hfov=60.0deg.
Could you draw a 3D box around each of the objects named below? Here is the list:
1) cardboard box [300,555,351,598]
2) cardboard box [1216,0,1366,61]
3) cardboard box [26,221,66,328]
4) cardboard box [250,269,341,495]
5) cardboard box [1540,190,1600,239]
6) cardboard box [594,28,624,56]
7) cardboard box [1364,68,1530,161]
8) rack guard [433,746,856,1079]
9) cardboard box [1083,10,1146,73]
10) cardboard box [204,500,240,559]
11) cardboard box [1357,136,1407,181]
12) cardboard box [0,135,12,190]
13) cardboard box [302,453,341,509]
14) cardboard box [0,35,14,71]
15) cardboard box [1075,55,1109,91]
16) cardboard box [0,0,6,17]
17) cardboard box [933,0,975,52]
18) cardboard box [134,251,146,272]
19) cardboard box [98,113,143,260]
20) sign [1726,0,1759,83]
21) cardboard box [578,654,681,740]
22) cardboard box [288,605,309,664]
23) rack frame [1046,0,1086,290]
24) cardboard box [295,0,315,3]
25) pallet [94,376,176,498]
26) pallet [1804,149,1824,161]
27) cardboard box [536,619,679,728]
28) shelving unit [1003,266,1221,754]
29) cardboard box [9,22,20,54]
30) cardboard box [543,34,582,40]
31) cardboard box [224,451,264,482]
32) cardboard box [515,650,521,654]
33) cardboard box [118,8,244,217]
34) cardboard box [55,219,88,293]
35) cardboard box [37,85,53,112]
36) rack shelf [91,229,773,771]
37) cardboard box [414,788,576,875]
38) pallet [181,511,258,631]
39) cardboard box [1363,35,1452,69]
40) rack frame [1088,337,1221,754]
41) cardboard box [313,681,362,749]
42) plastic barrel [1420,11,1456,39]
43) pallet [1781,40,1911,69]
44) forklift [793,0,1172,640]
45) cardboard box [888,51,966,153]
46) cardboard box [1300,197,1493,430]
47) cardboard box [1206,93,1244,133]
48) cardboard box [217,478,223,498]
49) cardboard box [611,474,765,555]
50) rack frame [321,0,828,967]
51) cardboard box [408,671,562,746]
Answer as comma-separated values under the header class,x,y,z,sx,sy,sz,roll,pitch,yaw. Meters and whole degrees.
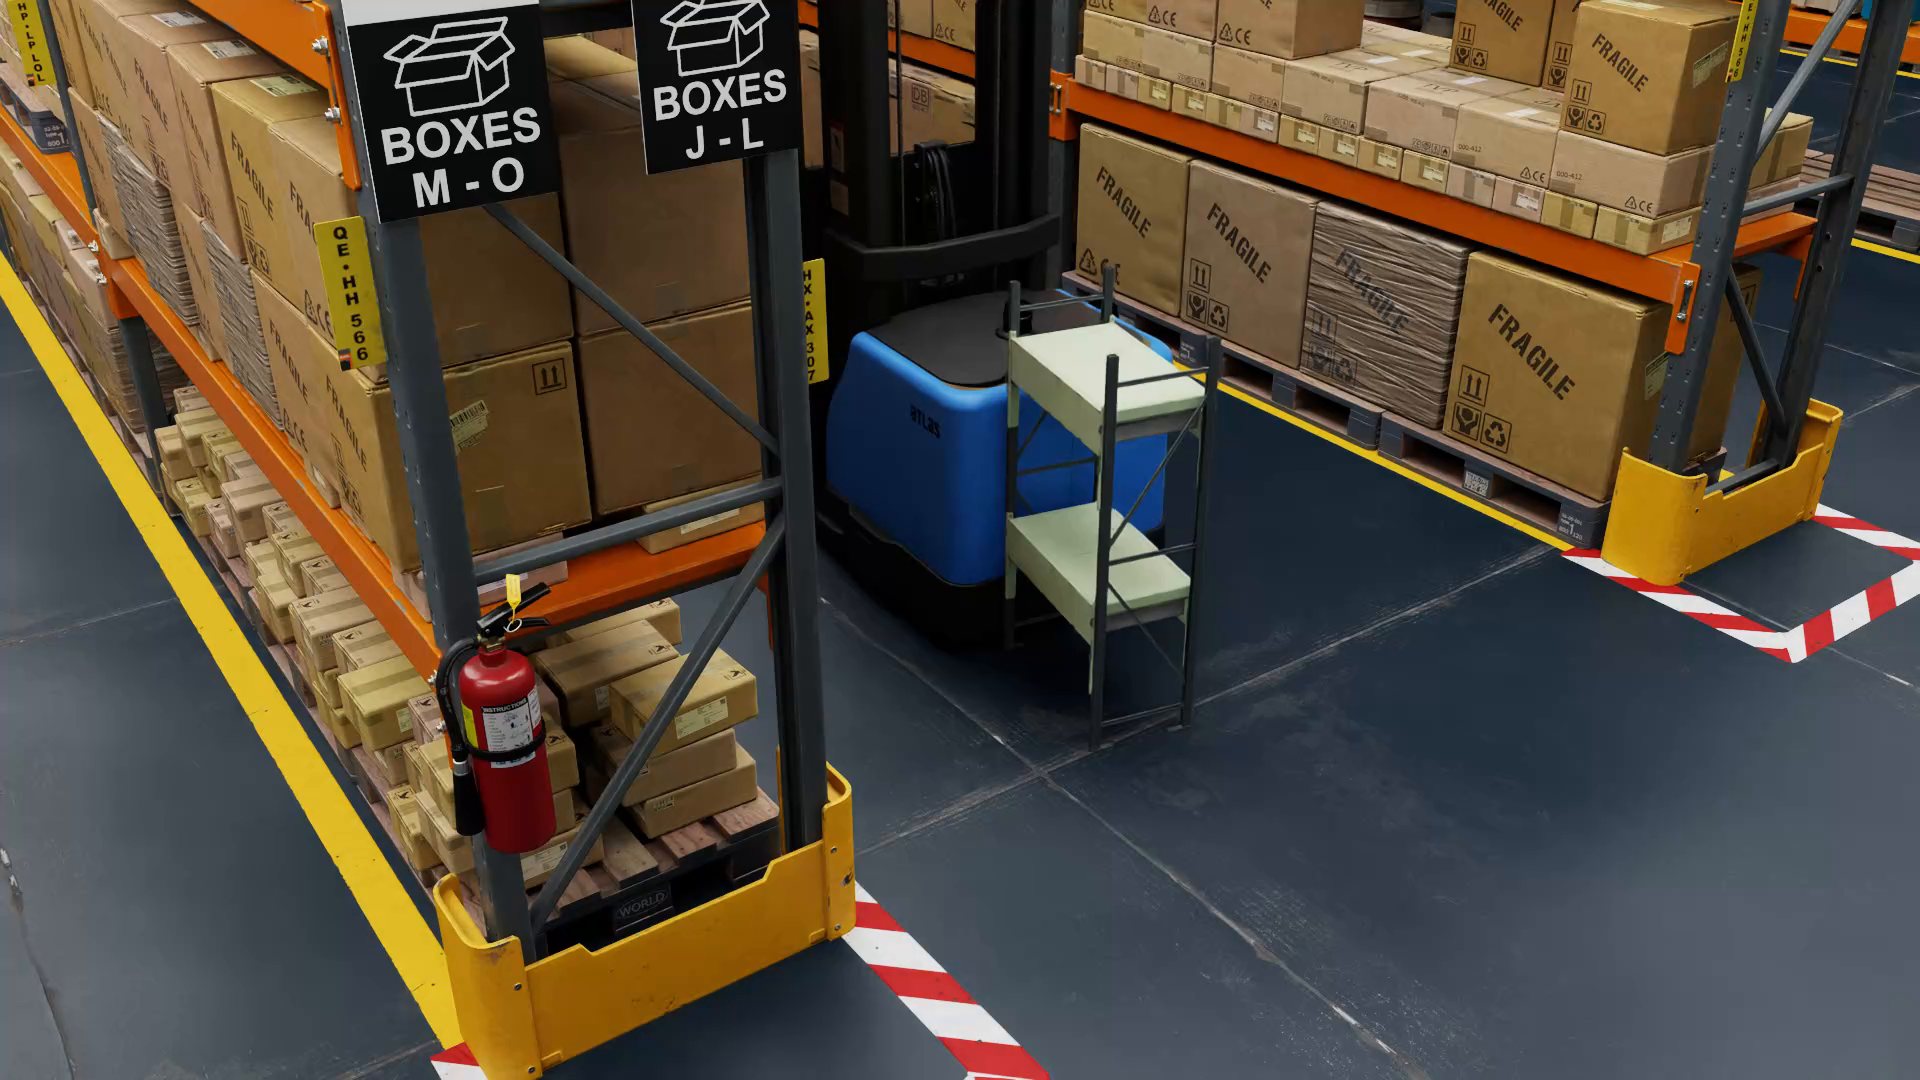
class,x,y,z,sx,sy,sz,roll,pitch,yaw
cardboard box,-2.052,0.135,5.782,0.380,0.149,0.250,-20,34,-32
cardboard box,1.610,-2.648,8.043,0.500,0.500,0.500,-20,34,-32
cardboard box,-4.665,-1.474,9.001,0.500,0.500,0.500,-20,34,-32
cardboard box,-1.588,-0.496,4.604,0.500,0.500,0.500,-19,34,-31
cardboard box,2.649,-1.388,6.926,0.380,0.149,0.250,-18,33,-30
cardboard box,-2.760,-4.458,14.473,0.700,0.500,0.500,-22,36,-35
cardboard box,2.189,-1.925,7.497,0.500,0.250,0.500,-20,34,-32
rack guard,-0.867,1.052,4.788,1.175,0.500,0.348,-19,34,-31
cardboard box,1.014,-2.715,8.952,0.500,0.250,0.500,-19,34,-32
cardboard box,-2.853,-0.087,6.814,0.380,0.149,0.250,-19,34,-31
cardboard box,2.056,-1.785,7.656,0.380,0.149,0.250,-19,34,-30
cardboard box,-5.261,-2.207,9.564,0.500,0.250,0.500,-20,35,-33
cardboard box,-1.681,-0.248,4.826,0.380,0.149,0.250,-18,33,-29
cardboard box,-4.742,-2.554,8.634,0.380,0.149,0.250,-18,33,-29
cardboard box,0.856,-2.588,9.135,0.380,0.149,0.250,-19,34,-31
cardboard box,-4.590,-2.718,8.312,0.380,0.149,0.250,-18,33,-29
cardboard box,0.180,-3.250,9.986,0.500,0.500,0.500,-18,33,-29
cardboard box,-3.035,-1.181,6.544,0.380,0.149,0.250,-18,33,-29
cardboard box,-2.769,-1.294,6.072,0.500,0.500,0.500,-19,34,-31
sign,2.825,-1.818,5.994,0.100,0.325,0.005,-19,34,-31
cardboard box,-1.031,0.524,5.377,0.380,0.149,0.250,-19,34,-31
cardboard box,-2.109,0.291,5.807,0.380,0.149,0.250,-17,33,-28
rack frame,0.955,-2.905,9.457,1.000,3.000,0.127,-19,34,-31
cardboard box,-1.303,-1.372,3.648,0.500,0.250,0.500,-20,34,-32
pallet,-3.596,-0.648,8.223,1.003,0.211,1.213,-19,34,-31
pallet,5.448,-2.776,12.140,1.003,0.211,1.213,-19,34,-31
cardboard box,-1.108,0.419,5.260,0.380,0.149,0.250,-18,33,-30
shelving unit,0.500,-0.109,5.879,0.431,1.500,0.755,-11,31,-20
cardboard box,-4.439,-2.484,8.192,0.380,0.149,0.250,-17,33,-29
cardboard box,-1.449,-1.281,5.002,0.500,0.500,0.500,-20,34,-32
cardboard box,-2.644,-0.270,6.528,0.380,0.149,0.250,-20,34,-32
cardboard box,-1.519,0.383,5.949,0.380,0.149,0.250,-19,34,-31
cardboard box,-2.204,-1.341,5.112,0.500,0.500,0.500,-20,34,-32
cardboard box,-4.069,-1.410,8.097,0.500,0.250,0.500,-17,33,-28
cardboard box,-4.141,-2.148,7.885,0.380,0.149,0.250,-20,35,-33
rack shelf,-1.984,-0.478,5.741,1.077,0.370,4.000,-19,34,-31
cardboard box,-1.362,0.795,4.879,0.380,0.149,0.250,-20,34,-32
pallet,-2.725,-0.095,7.204,1.003,0.211,1.213,-19,34,-31
cardboard box,2.315,-2.274,8.140,0.500,0.250,0.500,-20,34,-32
rack frame,0.643,0.052,5.583,0.400,1.500,0.023,-11,31,-20
cardboard box,-1.966,0.532,5.674,0.380,0.149,0.250,-20,35,-33
plastic barrel,4.023,-4.103,13.830,0.421,0.512,0.421,0,29,0
pallet,8.524,-4.727,15.732,1.003,0.211,1.213,-19,34,-31
forklift,-0.365,-1.566,7.063,1.130,2.935,3.031,-16,33,-27
cardboard box,0.049,-2.747,10.951,1.225,0.875,0.875,-20,34,-32
cardboard box,2.311,-1.182,8.069,0.875,0.875,0.875,-19,34,-31
cardboard box,1.464,-2.182,8.389,0.380,0.149,0.250,-19,34,-31
cardboard box,-2.803,-0.246,6.796,0.380,0.149,0.250,-19,34,-31
cardboard box,-0.744,-0.123,4.596,0.380,0.149,0.250,-19,34,-31
rack frame,-0.823,-0.017,4.137,1.000,3.000,0.127,-19,34,-31
cardboard box,-1.436,0.541,5.035,0.380,0.149,0.250,-18,33,-30
